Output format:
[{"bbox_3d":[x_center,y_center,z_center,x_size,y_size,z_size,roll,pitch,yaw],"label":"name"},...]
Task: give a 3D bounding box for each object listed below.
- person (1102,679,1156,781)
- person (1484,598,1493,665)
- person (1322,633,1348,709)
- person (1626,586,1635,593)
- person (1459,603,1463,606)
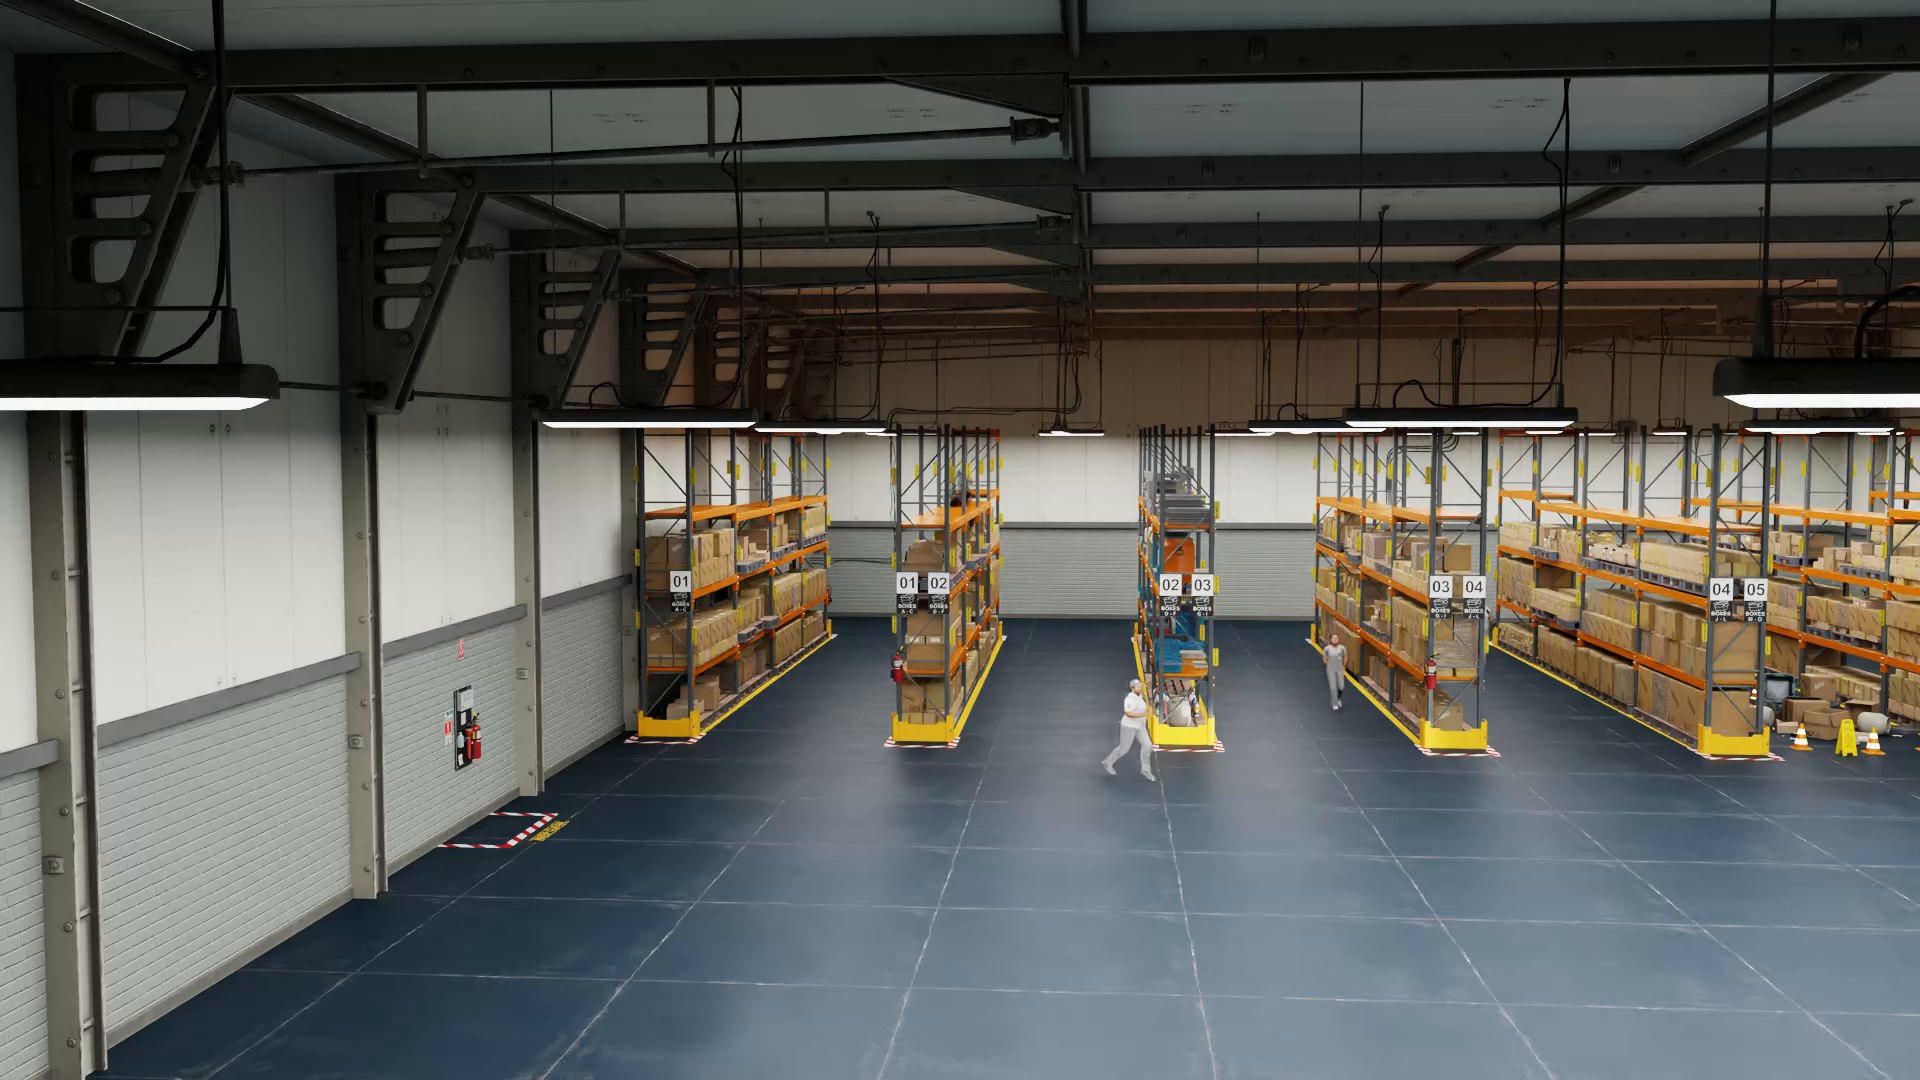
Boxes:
[{"bbox_3d":[2.877,3.189,28.058,0.896,1.709,0.612,3,4,37],"label":"person"},{"bbox_3d":[13.351,2.302,42.538,0.592,1.702,0.901,0,4,7],"label":"person"},{"bbox_3d":[7.907,2.769,35.013,0.539,1.626,0.541,0,4,8],"label":"person"},{"bbox_3d":[19.051,1.996,47.284,0.623,1.721,0.681,0,4,8],"label":"person"},{"bbox_3d":[12.423,2.332,41.077,0.650,1.780,0.810,0,3,5],"label":"person"}]
